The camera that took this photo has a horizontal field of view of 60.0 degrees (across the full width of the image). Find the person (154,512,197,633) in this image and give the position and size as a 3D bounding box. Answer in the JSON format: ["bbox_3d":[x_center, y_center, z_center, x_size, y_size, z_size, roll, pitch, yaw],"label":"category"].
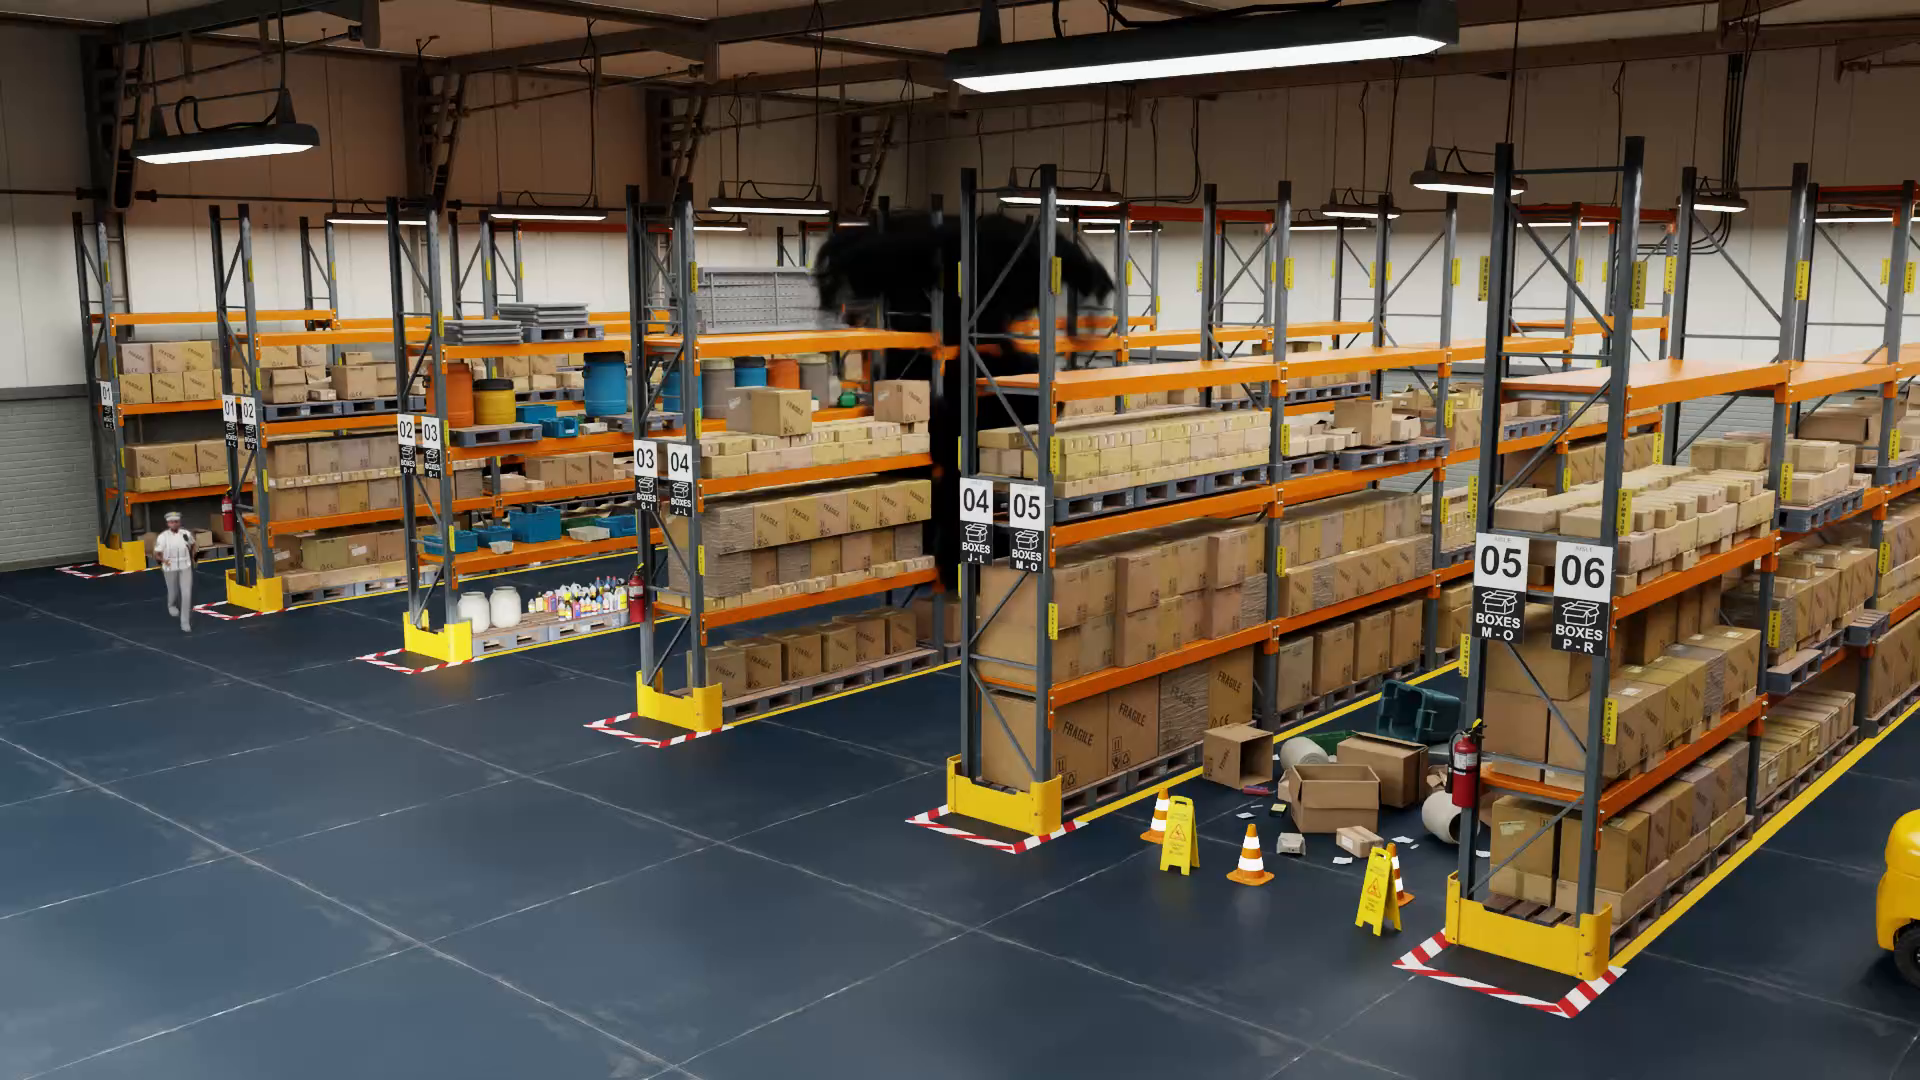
[{"bbox_3d":[-11.157,0.426,23.715,0.579,1.699,0.851,-6,11,-33],"label":"person"}]
